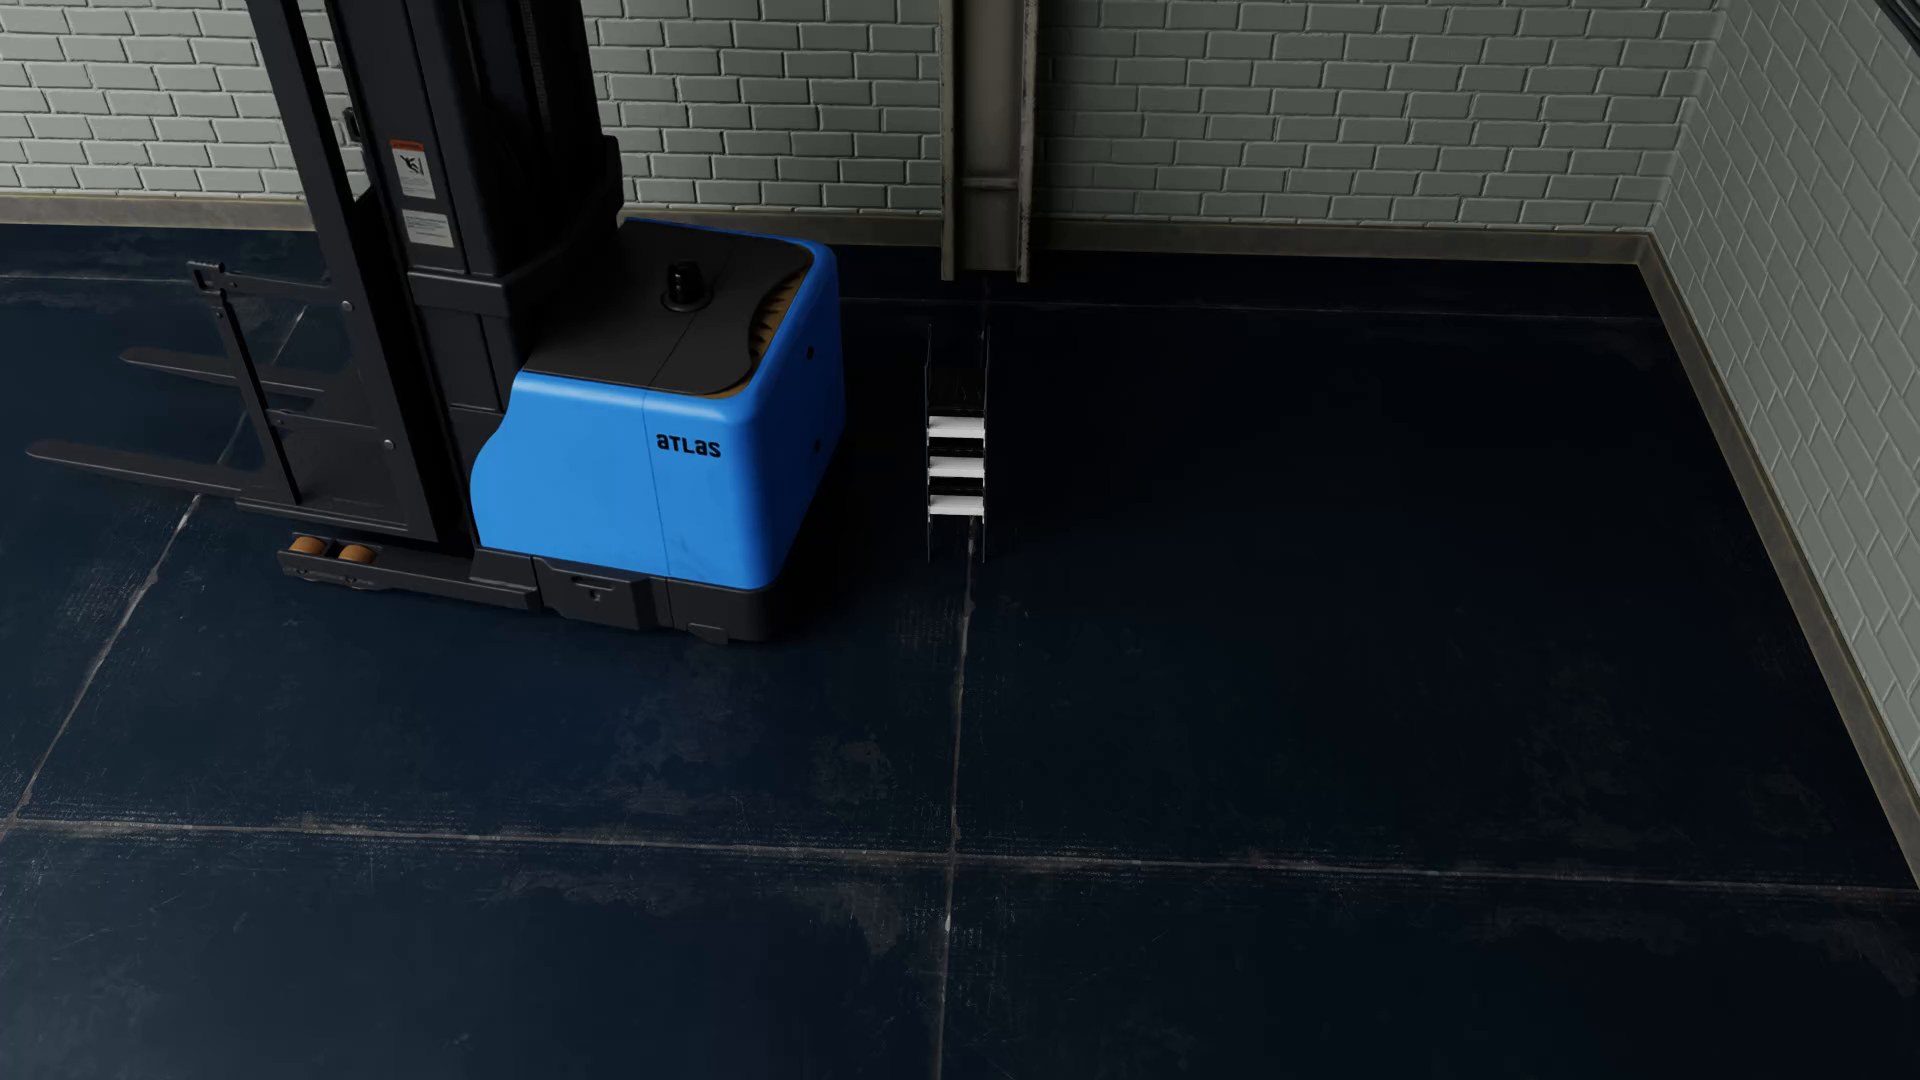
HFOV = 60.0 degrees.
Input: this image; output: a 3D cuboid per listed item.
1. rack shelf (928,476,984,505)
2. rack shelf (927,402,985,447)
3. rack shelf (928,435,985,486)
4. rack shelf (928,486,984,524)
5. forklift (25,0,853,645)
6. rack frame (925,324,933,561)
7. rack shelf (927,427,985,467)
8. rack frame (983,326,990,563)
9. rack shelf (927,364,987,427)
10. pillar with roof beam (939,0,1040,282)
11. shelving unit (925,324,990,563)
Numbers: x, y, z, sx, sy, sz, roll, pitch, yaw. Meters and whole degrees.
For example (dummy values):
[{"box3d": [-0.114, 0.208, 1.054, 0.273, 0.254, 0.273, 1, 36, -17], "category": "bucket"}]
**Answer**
[{"box3d": [-0.008, -0.239, 6.028, 0.200, 0.077, 0.258, 2, 43, 2], "category": "rack shelf"}, {"box3d": [-0.008, -0.437, 5.844, 0.200, 0.077, 0.258, 2, 43, 2], "category": "rack shelf"}, {"box3d": [-0.008, -0.305, 5.966, 0.200, 0.077, 0.258, 2, 43, 2], "category": "rack shelf"}, {"box3d": [-0.008, -0.173, 6.089, 0.200, 0.077, 0.258, 2, 43, 2], "category": "rack shelf"}, {"box3d": [-1.986, -1.232, 5.423, 3.031, 2.935, 1.130, 9, 44, 9], "category": "forklift"}, {"box3d": [-0.110, -0.333, 5.947, 0.006, 0.900, 0.240, 2, 43, 2], "category": "rack frame"}, {"box3d": [-0.008, -0.371, 5.905, 0.200, 0.077, 0.258, 2, 43, 2], "category": "rack shelf"}, {"box3d": [0.093, -0.326, 5.940, 0.006, 0.900, 0.240, 2, 43, 2], "category": "rack frame"}, {"box3d": [-0.008, -0.503, 5.782, 0.200, 0.077, 0.258, 2, 43, 2], "category": "rack shelf"}, {"box3d": [-0.071, -1.634, 1.402, 0.400, 9.000, 9.100, 2, 43, 2], "category": "pillar with roof beam"}, {"box3d": [-0.008, -0.330, 5.944, 0.210, 0.900, 0.258, 2, 43, 2], "category": "shelving unit"}]
